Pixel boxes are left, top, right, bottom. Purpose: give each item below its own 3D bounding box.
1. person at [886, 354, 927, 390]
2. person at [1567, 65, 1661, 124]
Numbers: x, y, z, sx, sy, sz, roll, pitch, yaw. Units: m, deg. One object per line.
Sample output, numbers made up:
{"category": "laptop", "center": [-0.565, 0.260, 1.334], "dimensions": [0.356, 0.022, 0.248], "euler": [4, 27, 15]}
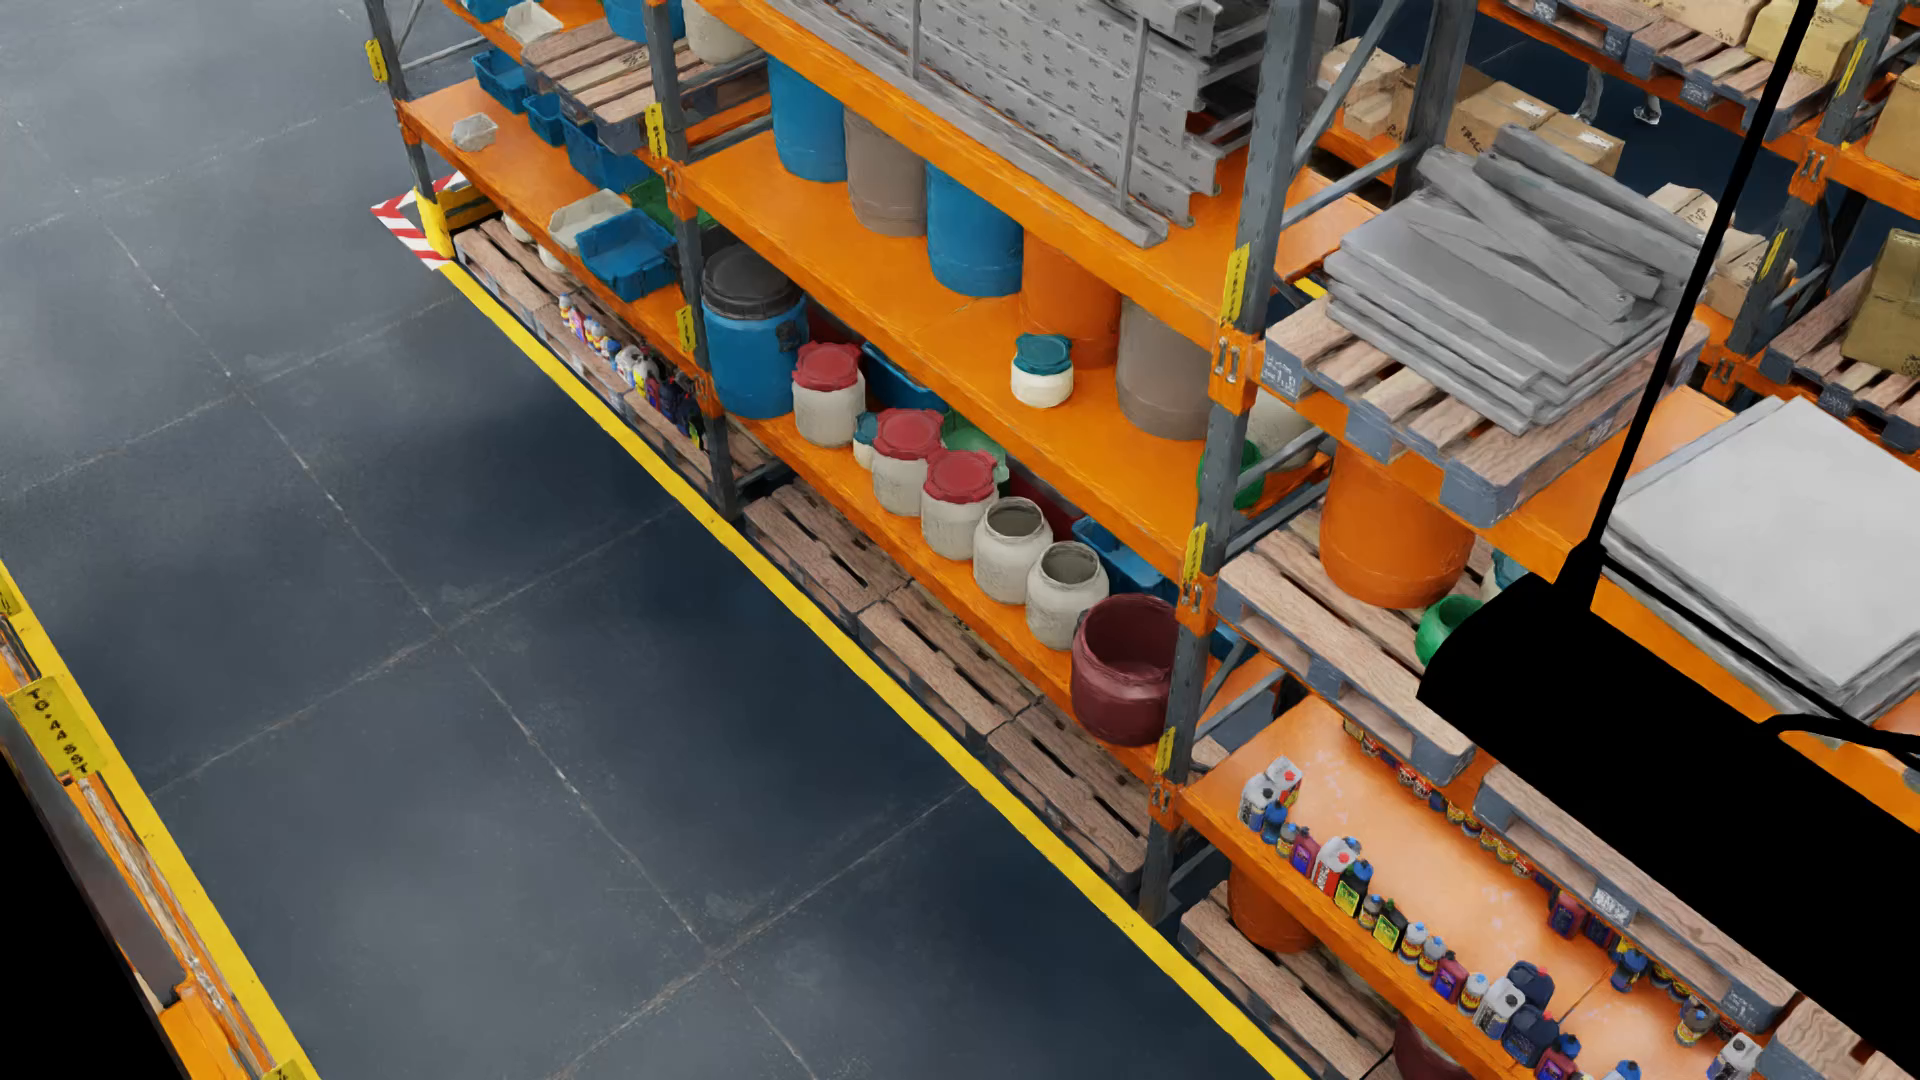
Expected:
{"category": "person", "center": [-0.308, -0.882, 10.209], "dimensions": [0.533, 1.668, 0.546], "euler": [-23, 51, -20]}
{"category": "person", "center": [5.616, -4.165, 13.866], "dimensions": [0.782, 1.527, 0.562], "euler": [25, 51, 22]}
